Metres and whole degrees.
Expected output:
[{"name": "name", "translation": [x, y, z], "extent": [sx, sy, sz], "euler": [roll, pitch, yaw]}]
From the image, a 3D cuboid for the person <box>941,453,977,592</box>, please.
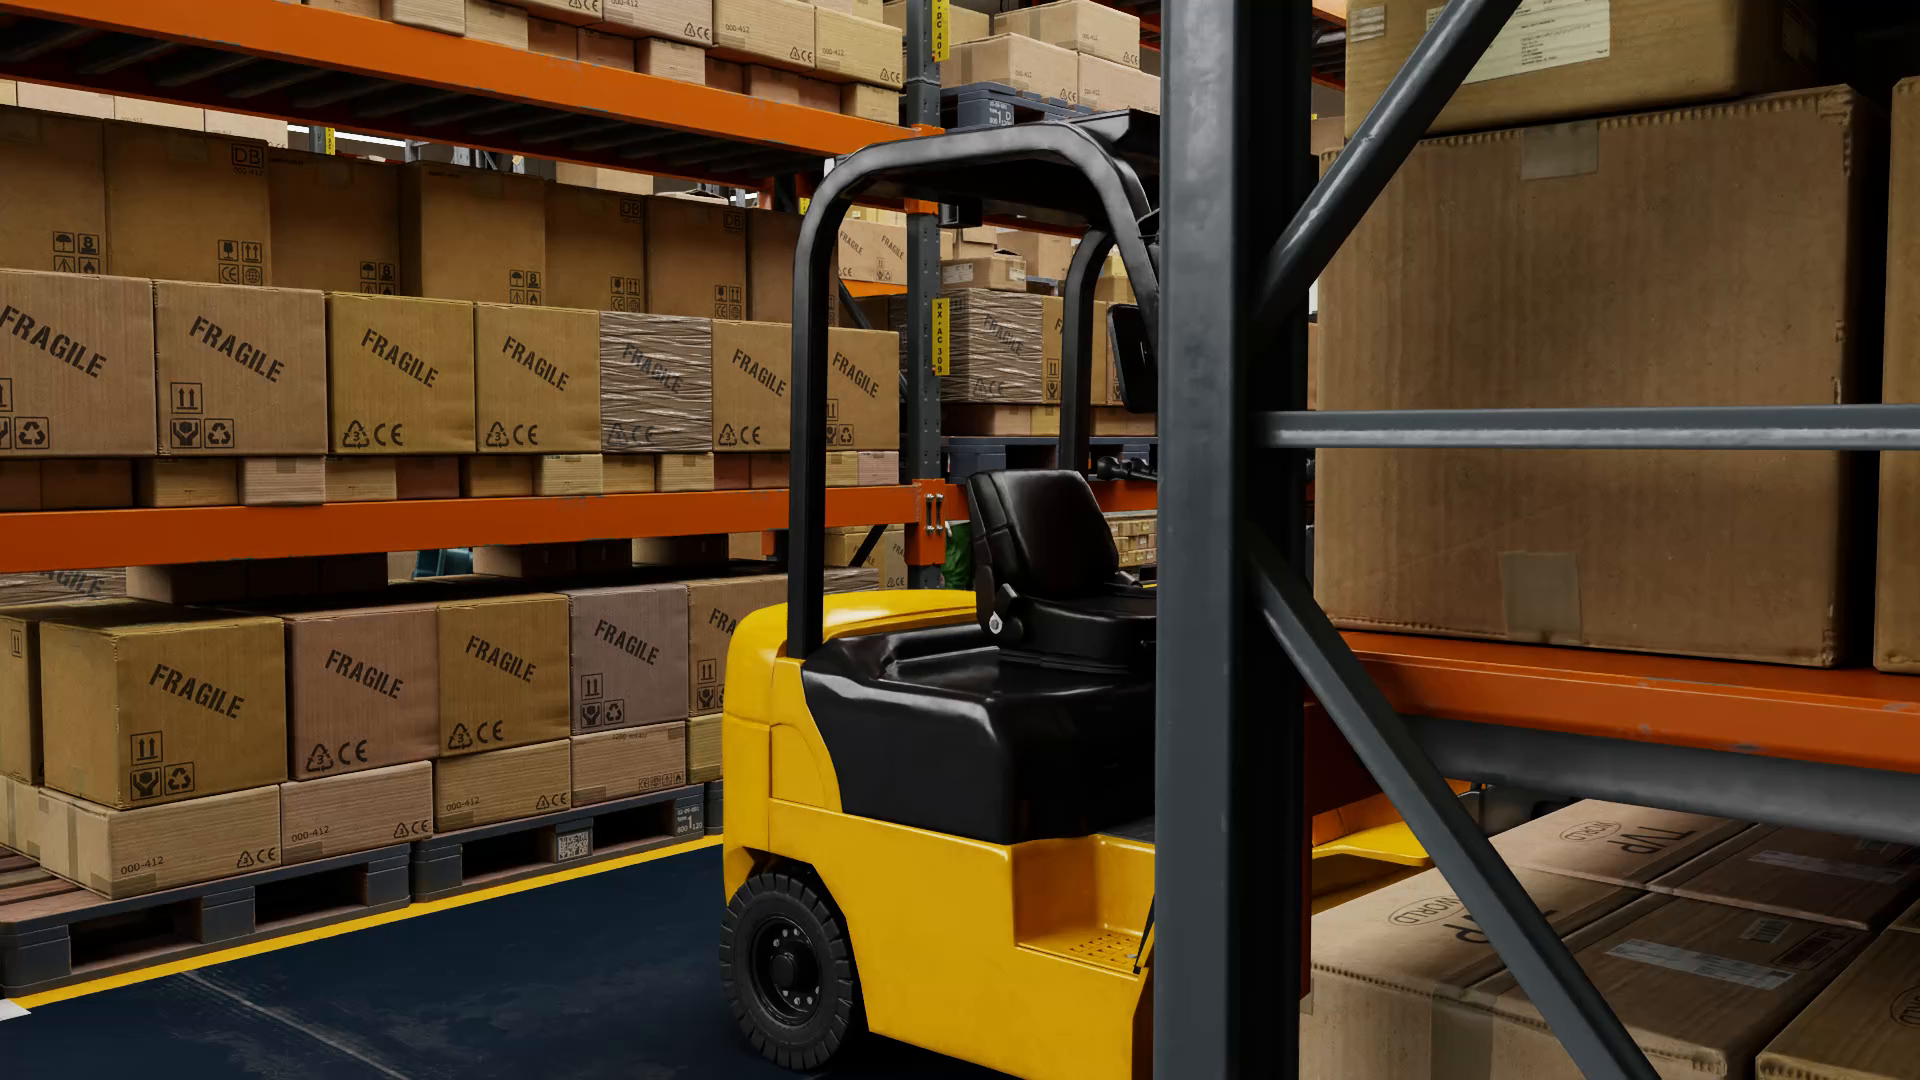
[{"name": "person", "translation": [0.077, -0.081, 11.129], "extent": [0.562, 1.790, 0.637], "euler": [3, 5, 41]}]
